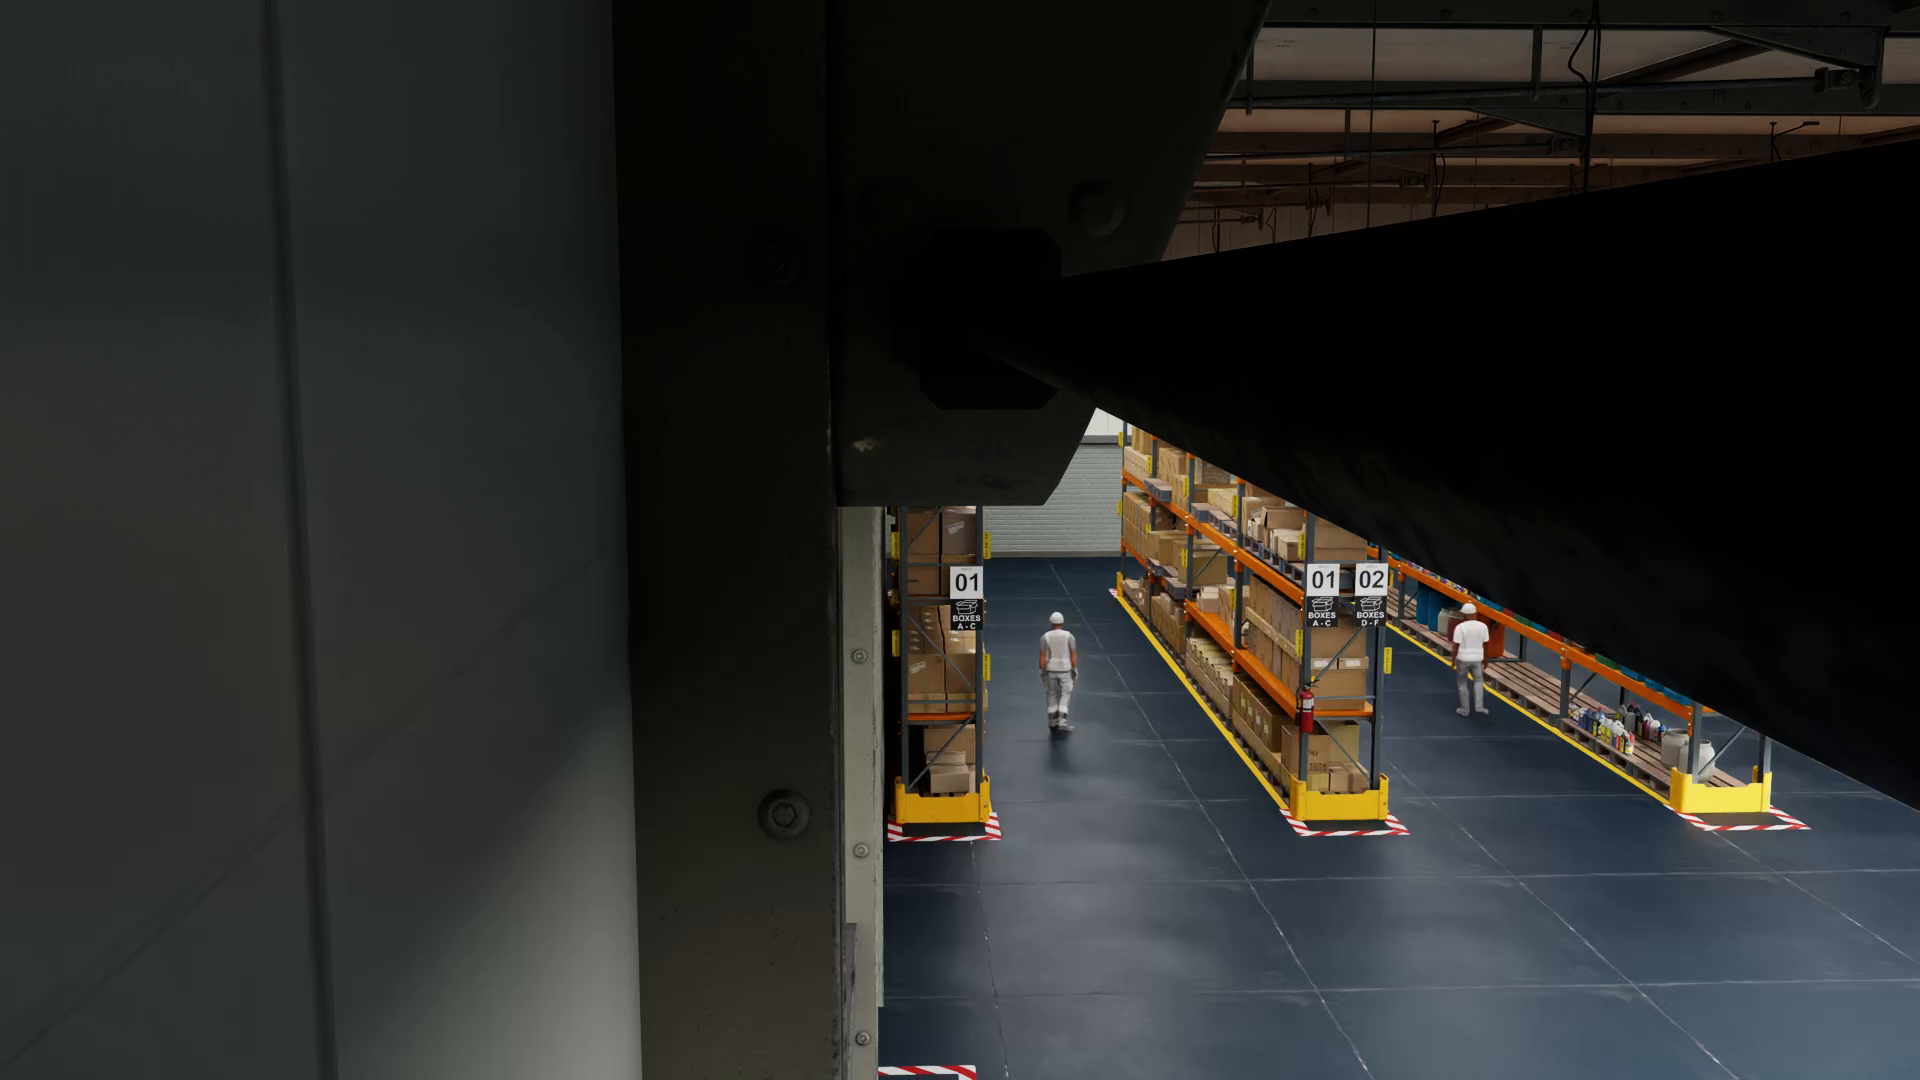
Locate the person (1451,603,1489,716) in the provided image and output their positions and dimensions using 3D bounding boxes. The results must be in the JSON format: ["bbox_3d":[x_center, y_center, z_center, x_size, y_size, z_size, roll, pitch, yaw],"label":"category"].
[{"bbox_3d":[7.887,1.860,25.721,0.594,1.765,0.548,-1,8,-4],"label":"person"}]

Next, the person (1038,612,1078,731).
[{"bbox_3d":[1.463,1.968,24.848,0.588,1.789,0.518,1,8,8],"label":"person"}]
